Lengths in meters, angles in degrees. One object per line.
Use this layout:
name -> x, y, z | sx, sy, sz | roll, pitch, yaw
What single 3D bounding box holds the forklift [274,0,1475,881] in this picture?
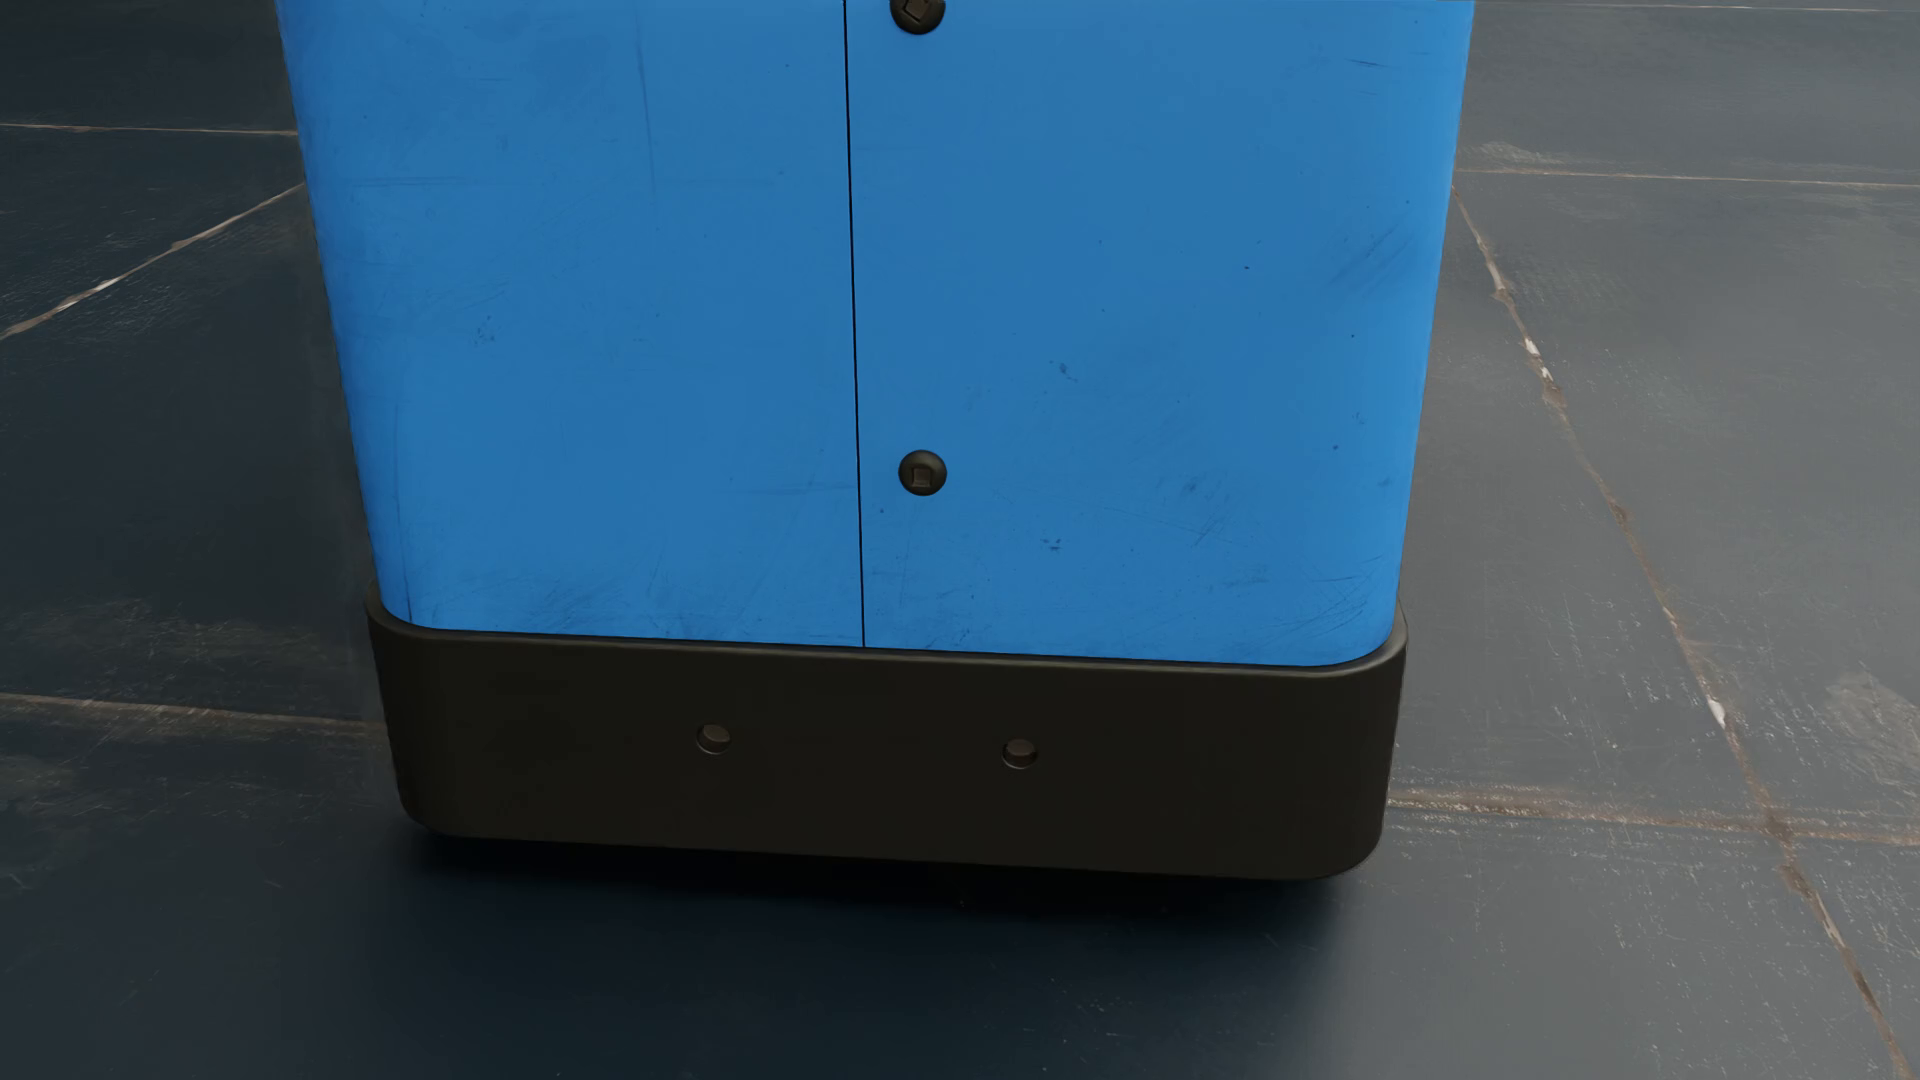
forklift -> 0.036, -1.597, 2.417 | 1.130, 2.935, 3.031 | 2, 27, 4
